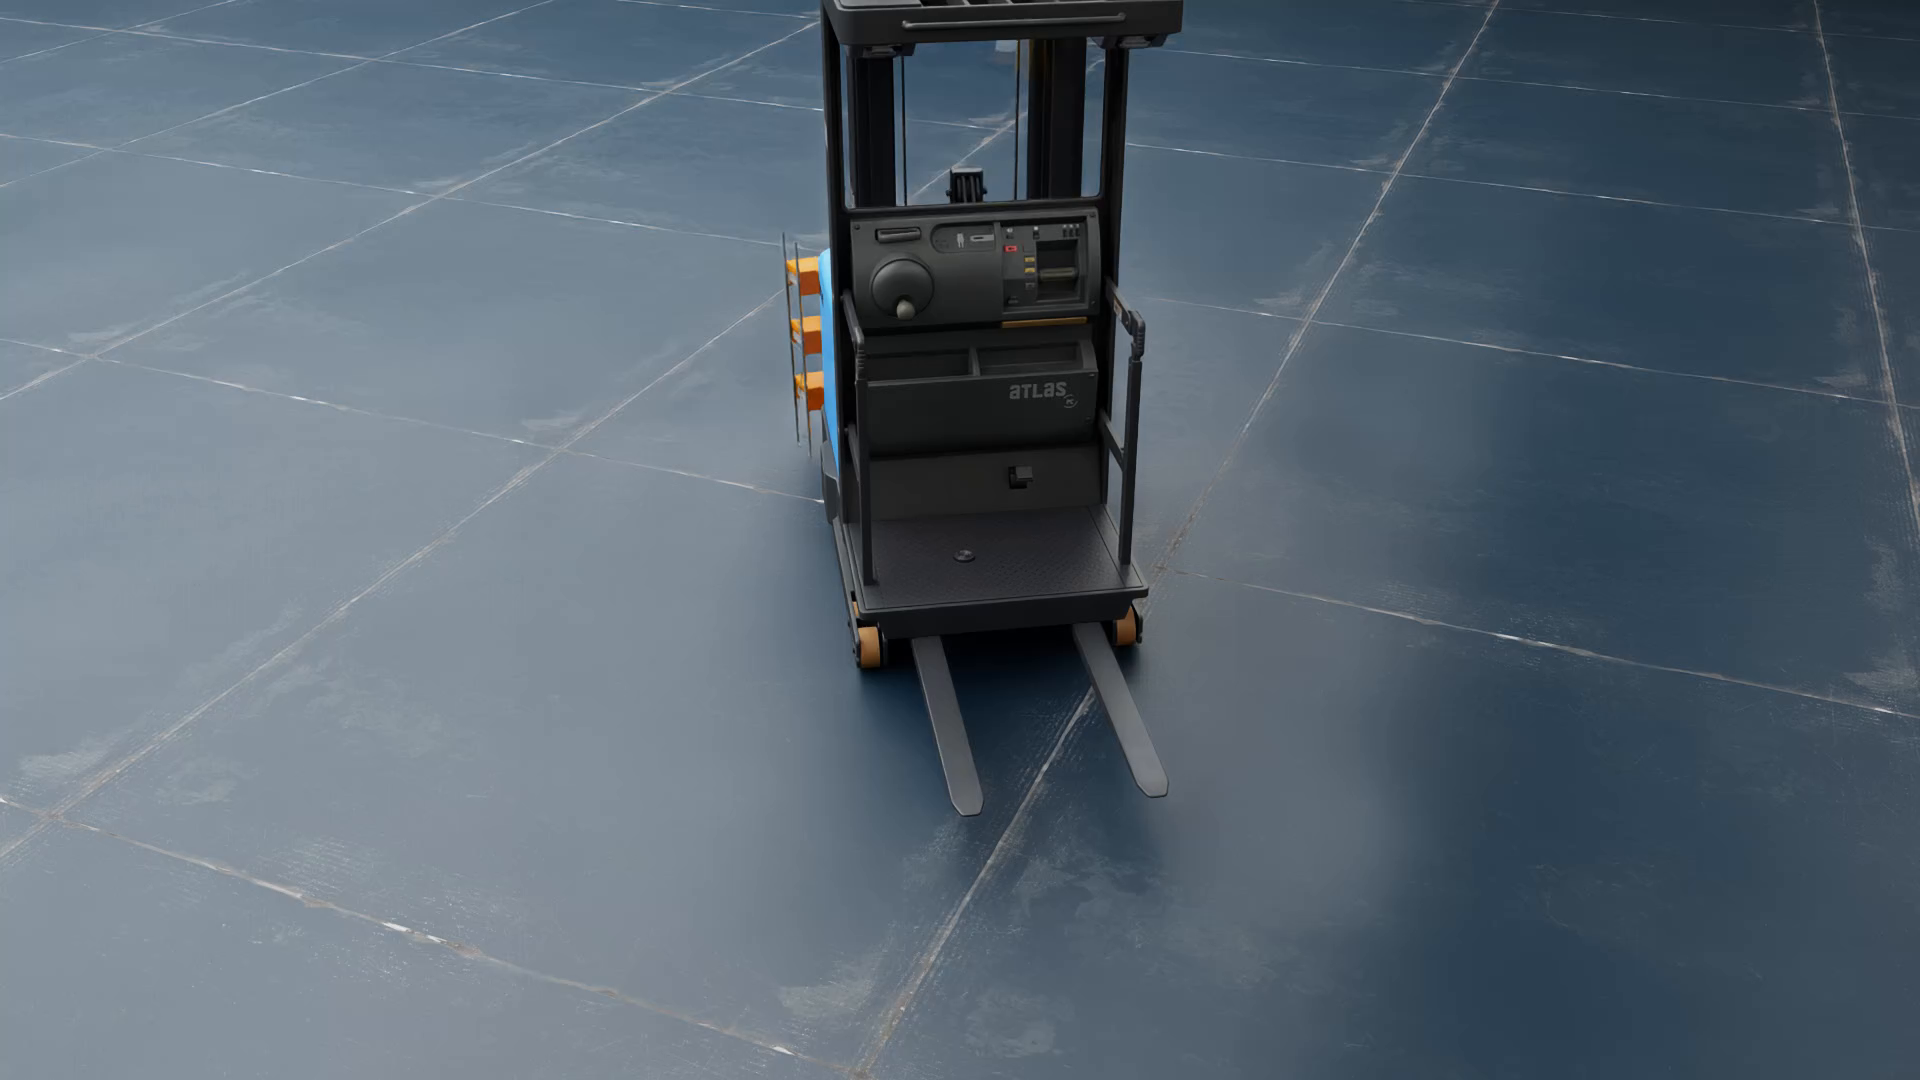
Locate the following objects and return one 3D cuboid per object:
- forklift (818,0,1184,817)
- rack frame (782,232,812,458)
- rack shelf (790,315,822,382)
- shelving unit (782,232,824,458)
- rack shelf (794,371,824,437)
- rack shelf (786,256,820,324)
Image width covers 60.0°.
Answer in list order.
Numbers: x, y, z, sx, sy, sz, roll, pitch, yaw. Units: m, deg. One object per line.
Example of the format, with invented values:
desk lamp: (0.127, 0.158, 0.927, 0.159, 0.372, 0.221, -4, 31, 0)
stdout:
forklift: (0.098, -0.971, 5.990, 1.130, 2.935, 3.031, -4, 30, -8)
rack frame: (-0.761, -0.902, 7.765, 0.008, 1.050, 0.200, -12, 28, -20)
rack shelf: (-0.649, -0.916, 7.812, 0.240, 0.259, 0.215, -12, 28, -20)
shelving unit: (-0.649, -0.926, 7.808, 0.252, 1.050, 0.215, -12, 28, -20)
rack shelf: (-0.642, -0.667, 7.934, 0.240, 0.259, 0.215, -12, 28, -20)
rack shelf: (-0.656, -1.171, 7.688, 0.240, 0.259, 0.215, -12, 28, -20)
